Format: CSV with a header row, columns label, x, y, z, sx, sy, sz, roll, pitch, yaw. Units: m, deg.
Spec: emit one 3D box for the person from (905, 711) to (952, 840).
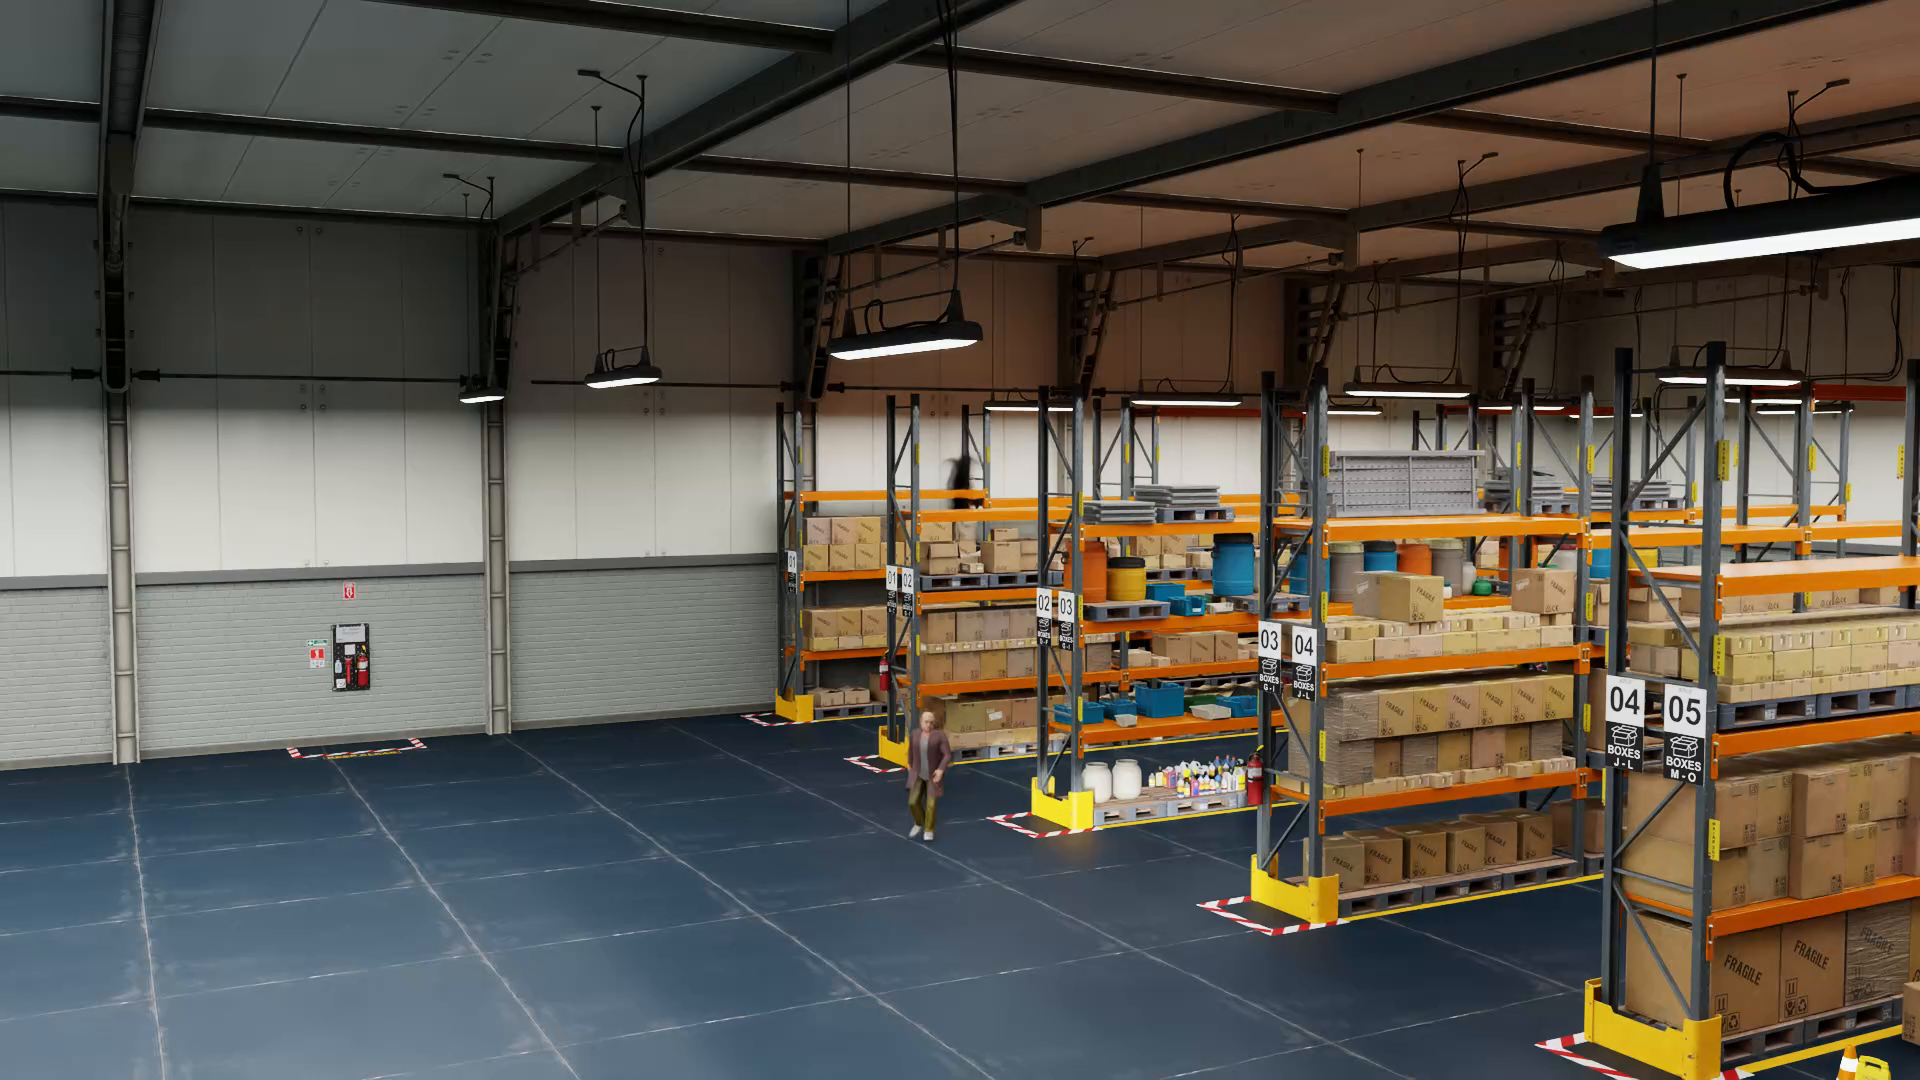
label,x,y,z,sx,sy,sz,roll,pitch,yaw
person,-0.429,3.068,21.526,0.696,1.726,0.839,1,3,12
